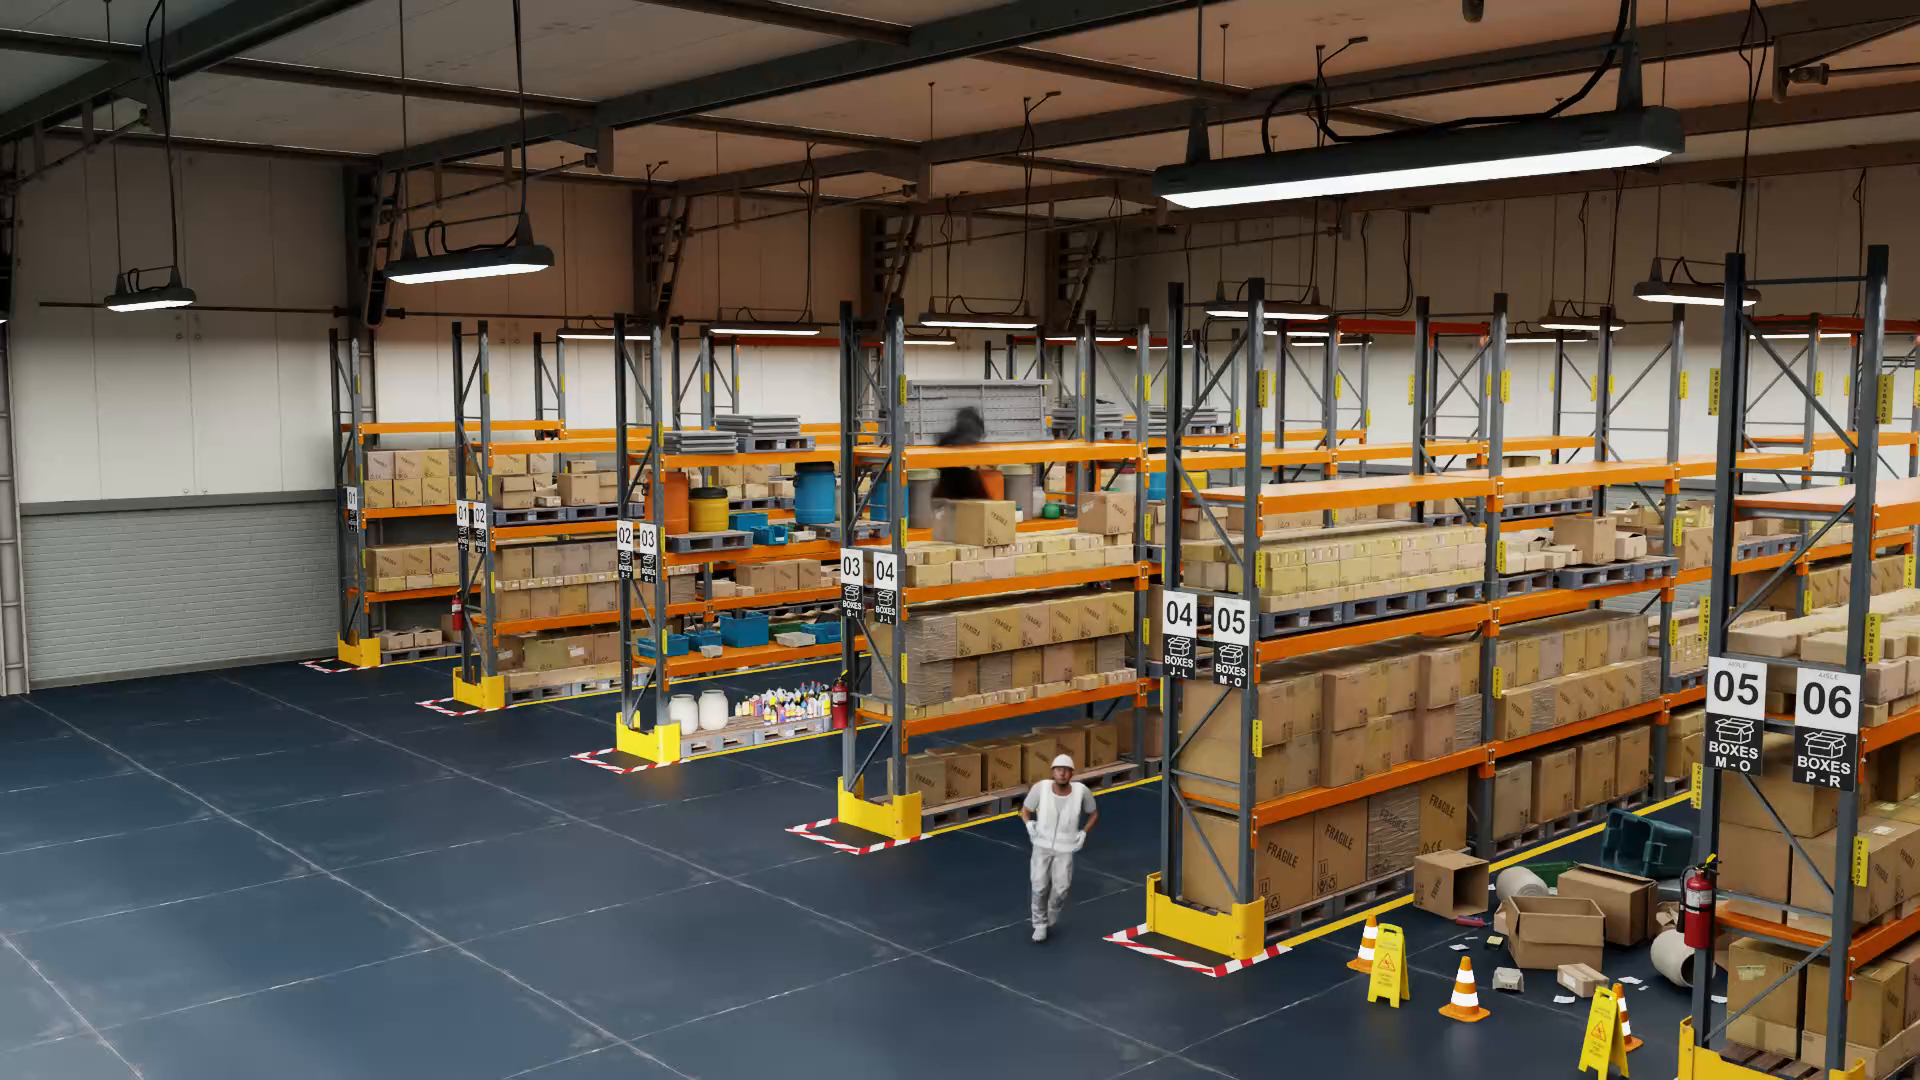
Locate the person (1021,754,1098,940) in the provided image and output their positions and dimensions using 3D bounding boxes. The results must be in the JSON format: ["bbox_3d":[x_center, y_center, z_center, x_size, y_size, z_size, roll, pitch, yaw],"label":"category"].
[{"bbox_3d":[0.896,2.808,15.201,0.701,1.721,0.626,1,6,9],"label":"person"}]

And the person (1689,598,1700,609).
[{"bbox_3d":[11.406,1.757,25.884,0.768,1.749,0.692,-5,8,-41],"label":"person"}]
